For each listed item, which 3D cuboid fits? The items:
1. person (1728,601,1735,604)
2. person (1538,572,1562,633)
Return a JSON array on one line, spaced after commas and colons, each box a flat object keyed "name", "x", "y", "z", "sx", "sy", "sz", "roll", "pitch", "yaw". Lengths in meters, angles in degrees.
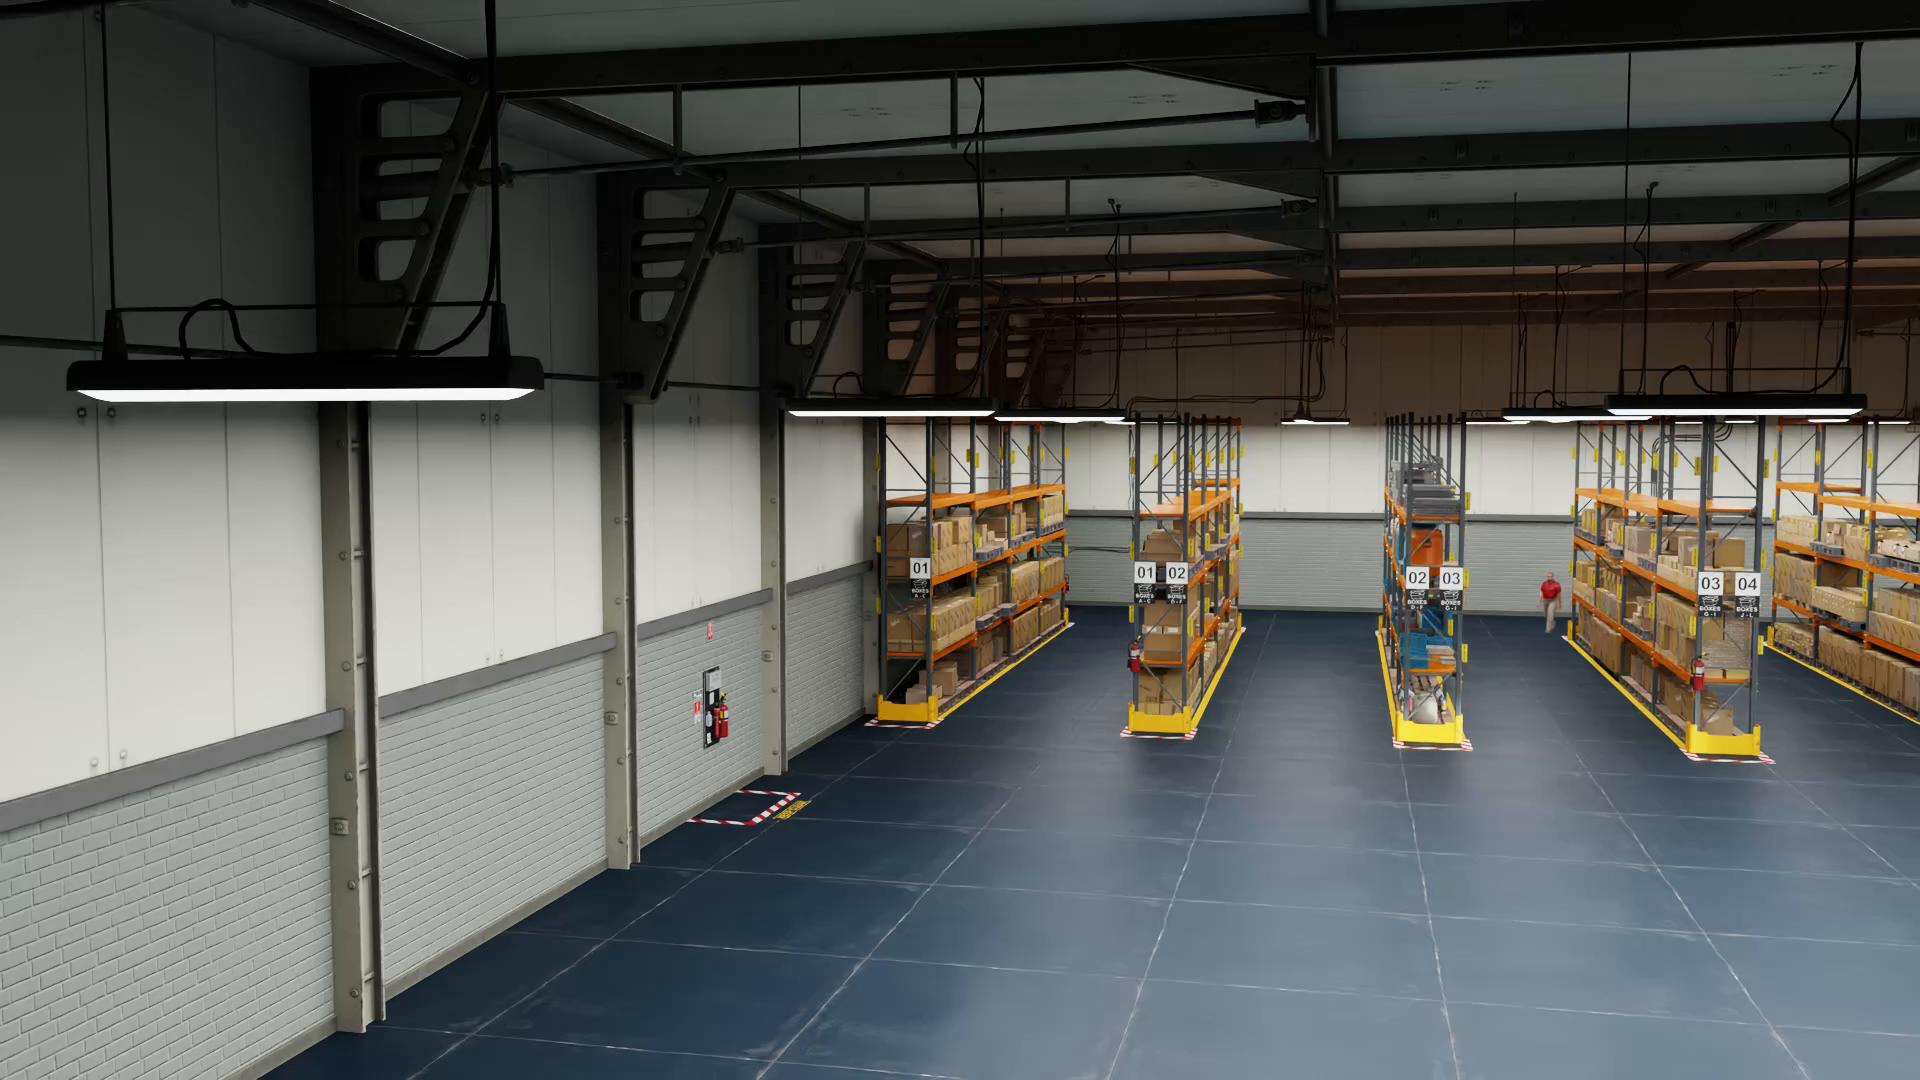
[{"name": "person", "x": 20.576, "y": 1.933, "z": 44.449, "sx": 0.510, "sy": 1.626, "sz": 0.498, "roll": -3, "pitch": 5, "yaw": -40}, {"name": "person", "x": 16.470, "y": 1.734, "z": 46.378, "sx": 0.566, "sy": 1.667, "sz": 1.108, "roll": 4, "pitch": 5, "yaw": 43}]
